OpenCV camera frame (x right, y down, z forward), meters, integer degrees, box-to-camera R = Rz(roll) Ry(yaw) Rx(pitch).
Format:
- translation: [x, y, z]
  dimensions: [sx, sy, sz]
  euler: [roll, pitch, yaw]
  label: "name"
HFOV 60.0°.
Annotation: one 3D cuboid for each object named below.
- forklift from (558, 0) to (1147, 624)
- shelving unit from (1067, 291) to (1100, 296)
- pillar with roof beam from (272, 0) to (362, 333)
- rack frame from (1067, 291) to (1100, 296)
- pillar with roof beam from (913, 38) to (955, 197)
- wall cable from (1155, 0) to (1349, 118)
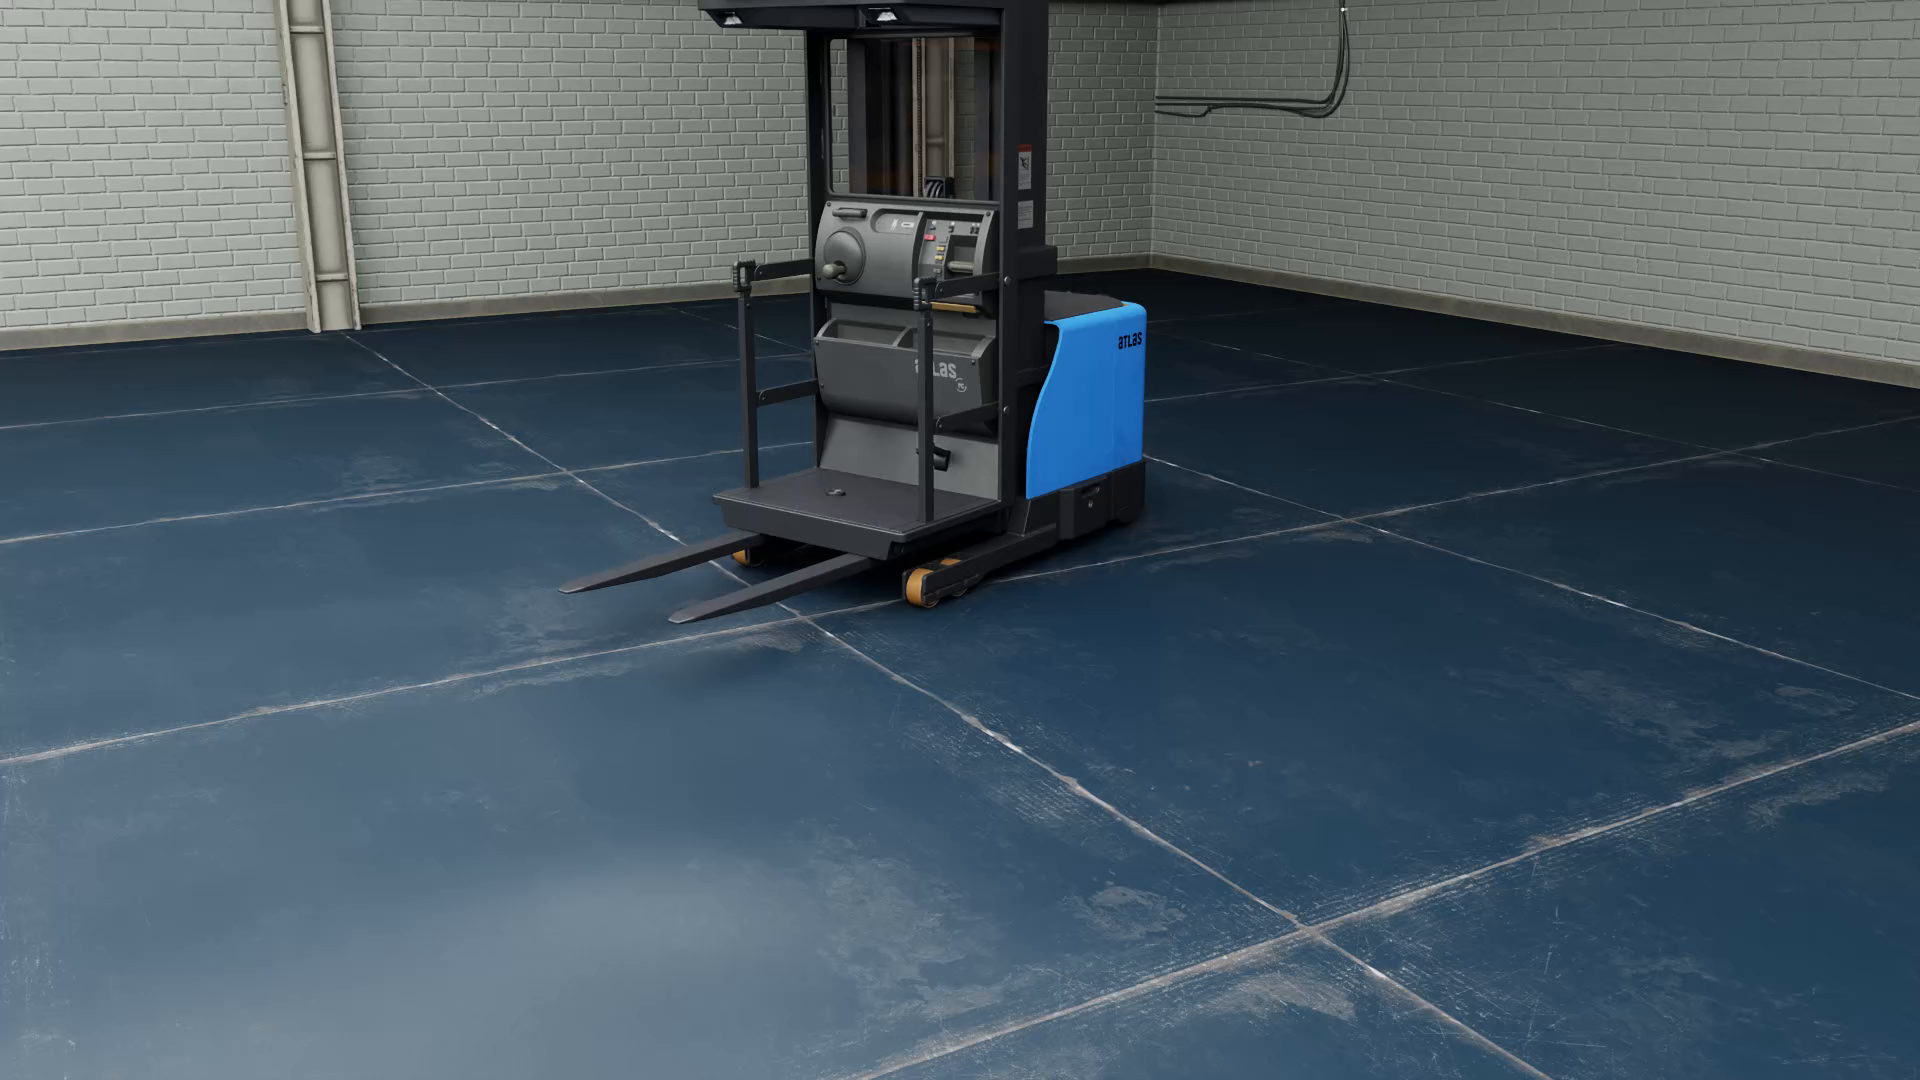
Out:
- translation: [-0.374, -1.277, 7.036]
  dimensions: [1.130, 2.935, 3.031]
  euler: [11, 19, 35]
  label: "forklift"
- translation: [0.562, -0.738, 8.599]
  dimensions: [0.215, 1.050, 0.252]
  euler: [11, 19, 35]
  label: "shelving unit"
- translation: [-3.226, -5.177, 9.706]
  dimensions: [0.400, 9.000, 9.100]
  euler: [-9, 18, -30]
  label: "pillar with roof beam"
- translation: [0.635, -0.765, 8.693]
  dimensions: [0.200, 1.050, 0.008]
  euler: [11, 19, 35]
  label: "rack frame"
- translation: [1.917, -6.011, 12.681]
  dimensions: [0.400, 9.000, 9.100]
  euler: [-9, 18, -30]
  label: "pillar with roof beam"
- translation: [2.906, -5.615, 17.023]
  dimensions: [0.112, 2.526, 3.097]
  euler: [-9, 18, -30]
  label: "wall cable"
